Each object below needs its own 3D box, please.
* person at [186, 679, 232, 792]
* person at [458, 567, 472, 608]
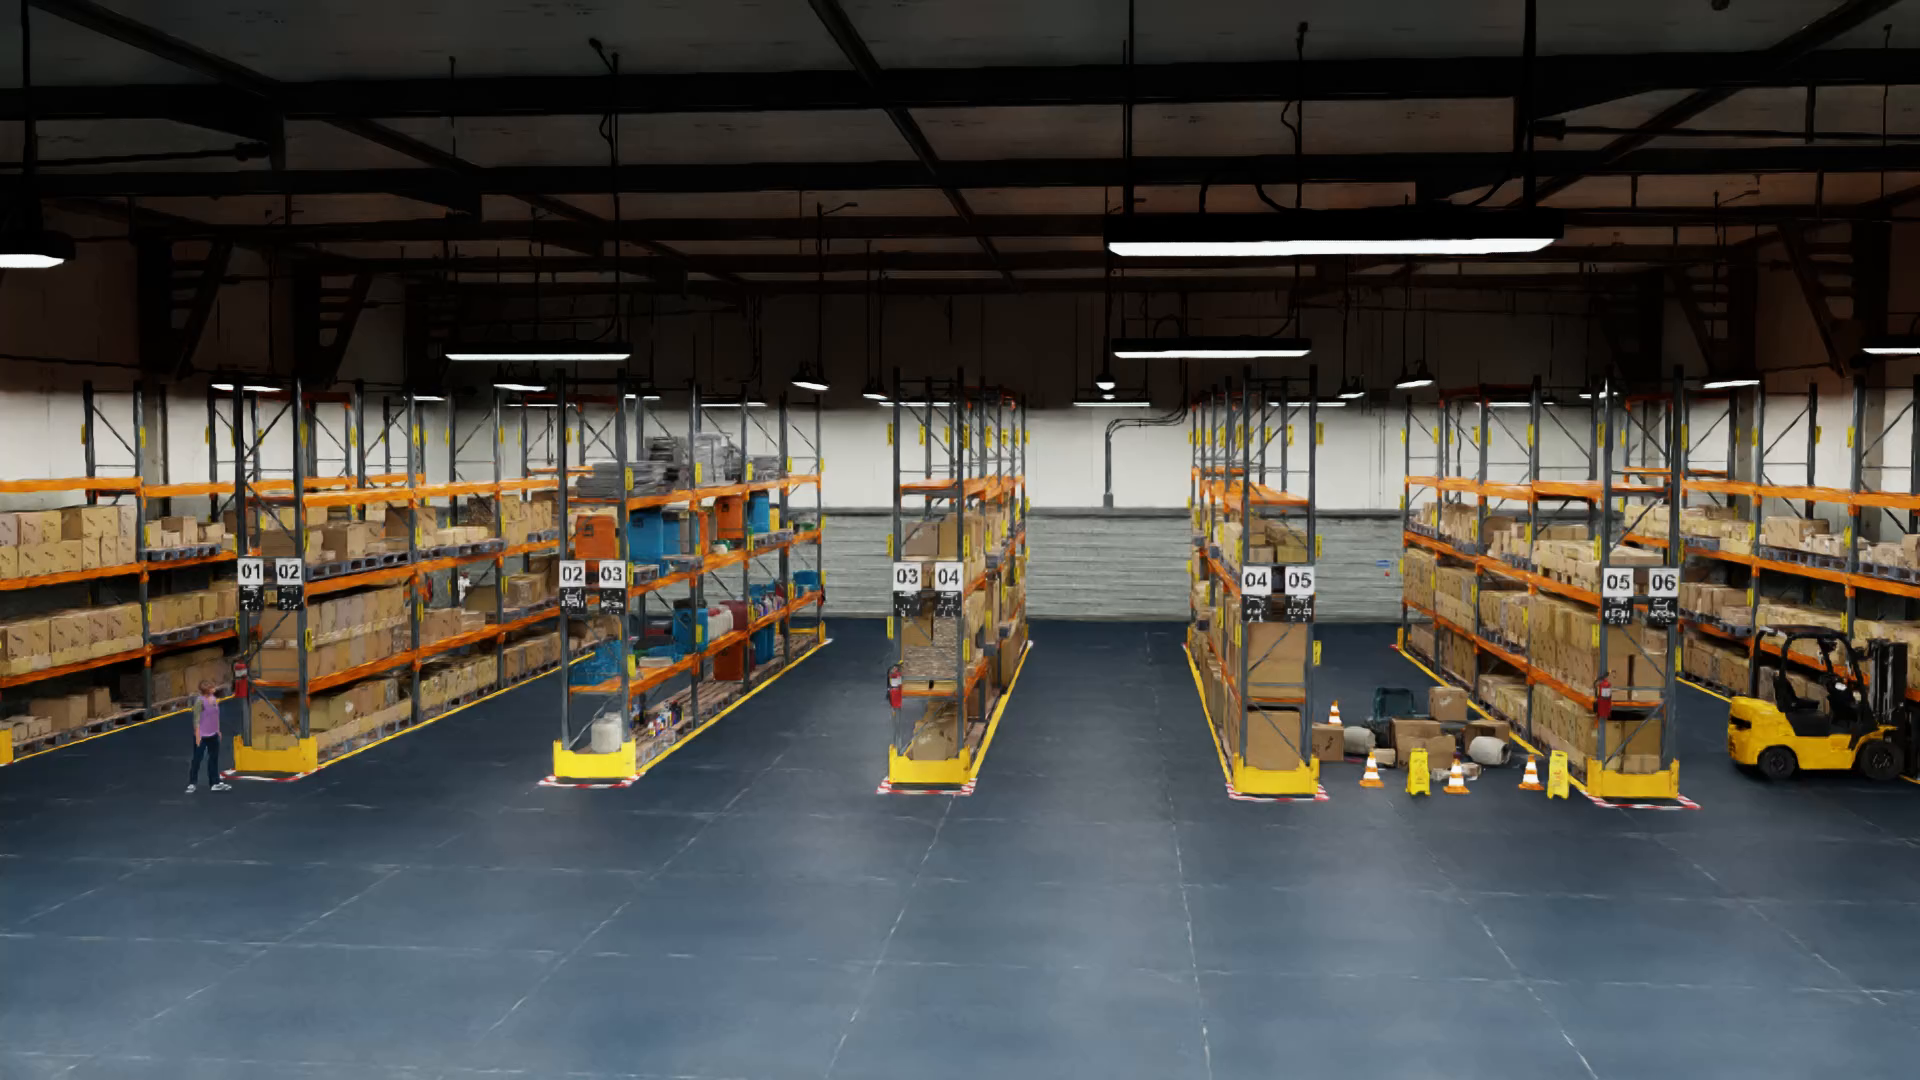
[{"bbox_3d":[-10.638,2.749,23.431,0.470,1.594,0.529,1,4,17],"label":"person"},{"bbox_3d":[-12.573,1.526,42.334,0.523,1.674,0.687,3,5,39],"label":"person"}]
